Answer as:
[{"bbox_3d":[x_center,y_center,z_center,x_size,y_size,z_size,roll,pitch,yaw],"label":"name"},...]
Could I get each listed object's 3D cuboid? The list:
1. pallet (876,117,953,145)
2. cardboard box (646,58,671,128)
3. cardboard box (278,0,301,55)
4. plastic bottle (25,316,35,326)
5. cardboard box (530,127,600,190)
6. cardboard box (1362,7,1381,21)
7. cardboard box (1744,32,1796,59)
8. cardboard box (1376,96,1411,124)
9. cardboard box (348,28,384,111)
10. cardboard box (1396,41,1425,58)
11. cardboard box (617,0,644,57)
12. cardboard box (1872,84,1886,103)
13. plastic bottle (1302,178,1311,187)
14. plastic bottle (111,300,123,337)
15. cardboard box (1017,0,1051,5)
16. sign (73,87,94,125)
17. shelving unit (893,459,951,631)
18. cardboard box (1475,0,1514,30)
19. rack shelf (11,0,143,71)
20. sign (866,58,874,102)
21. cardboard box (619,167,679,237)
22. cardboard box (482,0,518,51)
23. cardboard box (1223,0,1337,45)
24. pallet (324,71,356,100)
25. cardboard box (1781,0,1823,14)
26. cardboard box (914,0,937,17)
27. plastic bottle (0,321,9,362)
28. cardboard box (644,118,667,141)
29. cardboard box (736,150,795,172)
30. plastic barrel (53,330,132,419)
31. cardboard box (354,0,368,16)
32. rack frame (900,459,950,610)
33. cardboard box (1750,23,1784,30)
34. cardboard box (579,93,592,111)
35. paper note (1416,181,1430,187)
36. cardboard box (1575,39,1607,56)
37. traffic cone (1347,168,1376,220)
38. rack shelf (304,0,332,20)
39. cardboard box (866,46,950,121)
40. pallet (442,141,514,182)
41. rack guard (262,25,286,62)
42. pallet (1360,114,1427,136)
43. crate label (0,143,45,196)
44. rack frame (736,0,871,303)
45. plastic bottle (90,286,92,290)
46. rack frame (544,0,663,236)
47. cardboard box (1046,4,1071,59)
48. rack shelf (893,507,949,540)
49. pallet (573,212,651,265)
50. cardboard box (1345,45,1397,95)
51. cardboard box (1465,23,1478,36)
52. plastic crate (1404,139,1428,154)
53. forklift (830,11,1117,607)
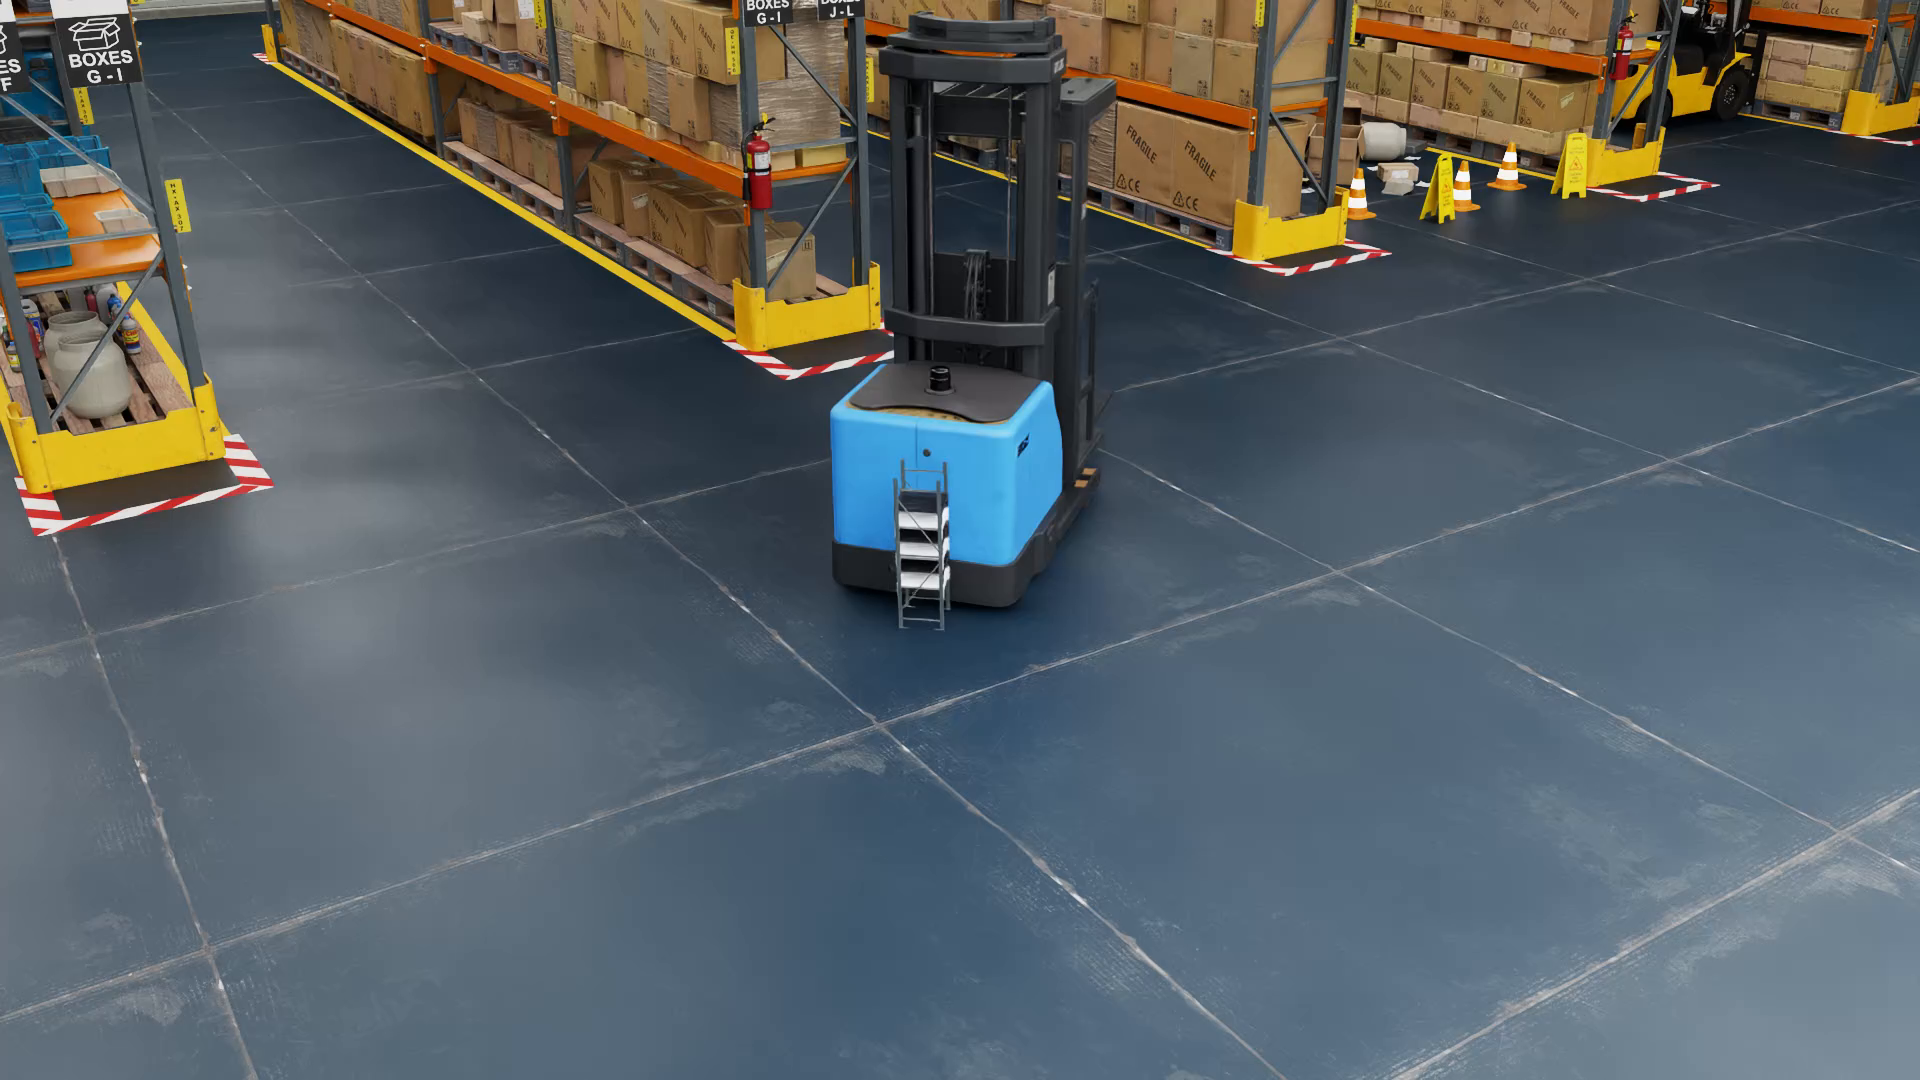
[{"bbox_3d":[-0.282,-4.952,19.992,1.003,0.211,1.213,-16,29,-30],"label":"pallet"},{"bbox_3d":[-2.042,-3.690,13.587,0.875,0.500,0.500,-16,29,-30],"label":"cardboard box"},{"bbox_3d":[-9.473,-7.709,24.563,0.875,0.875,0.875,-16,29,-30],"label":"cardboard box"},{"bbox_3d":[-6.881,-1.549,12.281,0.097,0.201,0.097,0,25,0],"label":"plastic bottle"},{"bbox_3d":[-3.900,-3.866,16.839,0.700,0.500,0.500,-16,29,-30],"label":"cardboard box"},{"bbox_3d":[5.049,-6.328,19.935,0.380,0.149,0.250,-15,29,-28],"label":"cardboard box"},{"bbox_3d":[10.225,-6.285,21.107,0.500,0.250,0.500,-15,29,-29],"label":"cardboard box"},{"bbox_3d":[5.362,-5.192,19.963,0.500,0.250,0.500,-14,29,-27],"label":"cardboard box"},{"bbox_3d":[-6.851,-5.945,20.826,1.225,0.875,0.875,-17,30,-31],"label":"cardboard box"},{"bbox_3d":[5.361,-5.770,19.550,0.380,0.149,0.250,-14,29,-28],"label":"cardboard box"},{"bbox_3d":[-2.477,-4.276,13.657,0.500,0.500,0.500,-16,29,-30],"label":"cardboard box"},{"bbox_3d":[11.201,-5.602,20.833,0.500,0.250,0.500,-15,29,-29],"label":"cardboard box"},{"bbox_3d":[3.615,-3.848,17.830,0.283,0.061,0.133,18,31,33],"label":"plastic bottle"},{"bbox_3d":[-6.275,-1.658,12.428,0.097,0.271,0.097,0,25,0],"label":"plastic bottle"},{"bbox_3d":[1.045,-5.934,17.365,0.875,0.550,0.550,-16,29,-30],"label":"cardboard box"},{"bbox_3d":[-7.021,-3.493,13.311,0.100,0.325,0.005,-16,29,-30],"label":"sign"},{"bbox_3d":[-0.193,0.032,8.607,0.258,0.900,0.210,4,31,8],"label":"shelving unit"},{"bbox_3d":[6.082,-5.946,18.367,0.500,0.500,0.500,-16,29,-30],"label":"cardboard box"},{"bbox_3d":[-6.396,-3.559,11.105,1.077,0.370,4.000,-16,29,-30],"label":"rack shelf"},{"bbox_3d":[-0.700,-3.485,12.605,0.100,0.325,0.005,-16,29,-30],"label":"sign"},{"bbox_3d":[-2.834,-3.102,15.243,0.500,0.500,0.500,-6,26,-13],"label":"cardboard box"},{"bbox_3d":[-4.362,-5.233,16.708,0.797,0.503,0.637,-12,28,-24],"label":"cardboard box"},{"bbox_3d":[2.886,-4.785,14.931,0.875,0.550,0.550,-16,29,-30],"label":"cardboard box"},{"bbox_3d":[-8.055,-6.289,22.824,1.003,0.211,1.213,-16,29,-30],"label":"pallet"},{"bbox_3d":[10.541,-6.783,20.487,0.500,0.500,0.500,-15,29,-28],"label":"cardboard box"},{"bbox_3d":[-0.188,-6.049,18.932,0.500,0.500,0.500,-15,29,-29],"label":"cardboard box"},{"bbox_3d":[-6.789,-1.431,11.944,0.152,0.276,0.135,-15,29,-29],"label":"plastic bottle"},{"bbox_3d":[-2.390,-3.419,13.774,0.380,0.149,0.250,-16,29,-30],"label":"cardboard box"},{"bbox_3d":[-1.483,-2.907,12.689,0.380,0.149,0.250,-16,29,-30],"label":"cardboard box"},{"bbox_3d":[-5.728,-1.095,10.979,0.421,0.512,0.421,0,25,0],"label":"plastic barrel"},{"bbox_3d":[-7.116,-6.723,20.361,0.500,0.500,0.500,-16,30,-31],"label":"cardboard box"},{"bbox_3d":[-0.178,-0.019,8.693,0.240,0.900,0.006,4,31,8],"label":"rack frame"},{"bbox_3d":[10.388,-6.594,21.761,0.500,0.250,0.500,-16,30,-31],"label":"cardboard box"},{"bbox_3d":[-3.188,-3.962,14.923,0.380,0.149,0.250,-16,29,-30],"label":"cardboard box"},{"bbox_3d":[4.965,-3.808,17.781,0.142,0.019,0.148,18,31,33],"label":"paper note"},{"bbox_3d":[6.765,-5.247,17.645,0.380,0.149,0.250,-14,29,-28],"label":"cardboard box"},{"bbox_3d":[3.956,-3.461,16.539,0.336,0.463,0.334,-16,29,-30],"label":"traffic cone"},{"bbox_3d":[-8.797,-7.649,23.283,1.077,0.370,4.000,-16,29,-30],"label":"rack shelf"},{"bbox_3d":[-0.574,-5.570,20.179,1.050,0.750,0.750,-15,29,-29],"label":"cardboard box"},{"bbox_3d":[-5.096,-4.288,18.586,1.003,0.211,1.213,-16,29,-30],"label":"pallet"},{"bbox_3d":[-9.902,-7.568,25.196,1.175,0.500,0.348,-16,29,-30],"label":"rack guard"},{"bbox_3d":[5.361,-5.214,20.548,1.003,0.211,1.213,-16,29,-30],"label":"pallet"},{"bbox_3d":[-6.536,-2.424,11.330,0.502,0.435,0.616,-16,29,-30],"label":"crate label"},{"bbox_3d":[-1.155,-2.967,12.522,1.000,3.000,0.127,-16,29,-30],"label":"rack frame"},{"bbox_3d":[-6.790,-2.013,13.088,0.144,0.351,0.185,-17,30,-32],"label":"plastic bottle"},{"bbox_3d":[-3.338,-4.398,15.552,1.000,3.000,0.127,-16,29,-30],"label":"rack frame"},{"bbox_3d":[1.403,-5.265,17.213,0.875,0.550,0.550,-16,29,-30],"label":"cardboard box"},{"bbox_3d":[-0.196,-0.093,8.532,0.258,0.077,0.200,4,31,8],"label":"rack shelf"},{"bbox_3d":[-2.942,-2.905,15.656,1.003,0.211,1.213,-16,29,-30],"label":"pallet"},{"bbox_3d":[5.061,-5.719,20.201,0.500,0.500,0.500,-14,29,-27],"label":"cardboard box"},{"bbox_3d":[5.947,-5.798,18.813,0.380,0.149,0.250,-16,29,-30],"label":"cardboard box"},{"bbox_3d":[5.135,-4.634,19.473,0.583,0.080,0.402,18,31,33],"label":"plastic crate"},{"bbox_3d":[0.245,-1.575,9.653,1.130,2.935,3.031,8,26,16],"label":"forklift"}]
